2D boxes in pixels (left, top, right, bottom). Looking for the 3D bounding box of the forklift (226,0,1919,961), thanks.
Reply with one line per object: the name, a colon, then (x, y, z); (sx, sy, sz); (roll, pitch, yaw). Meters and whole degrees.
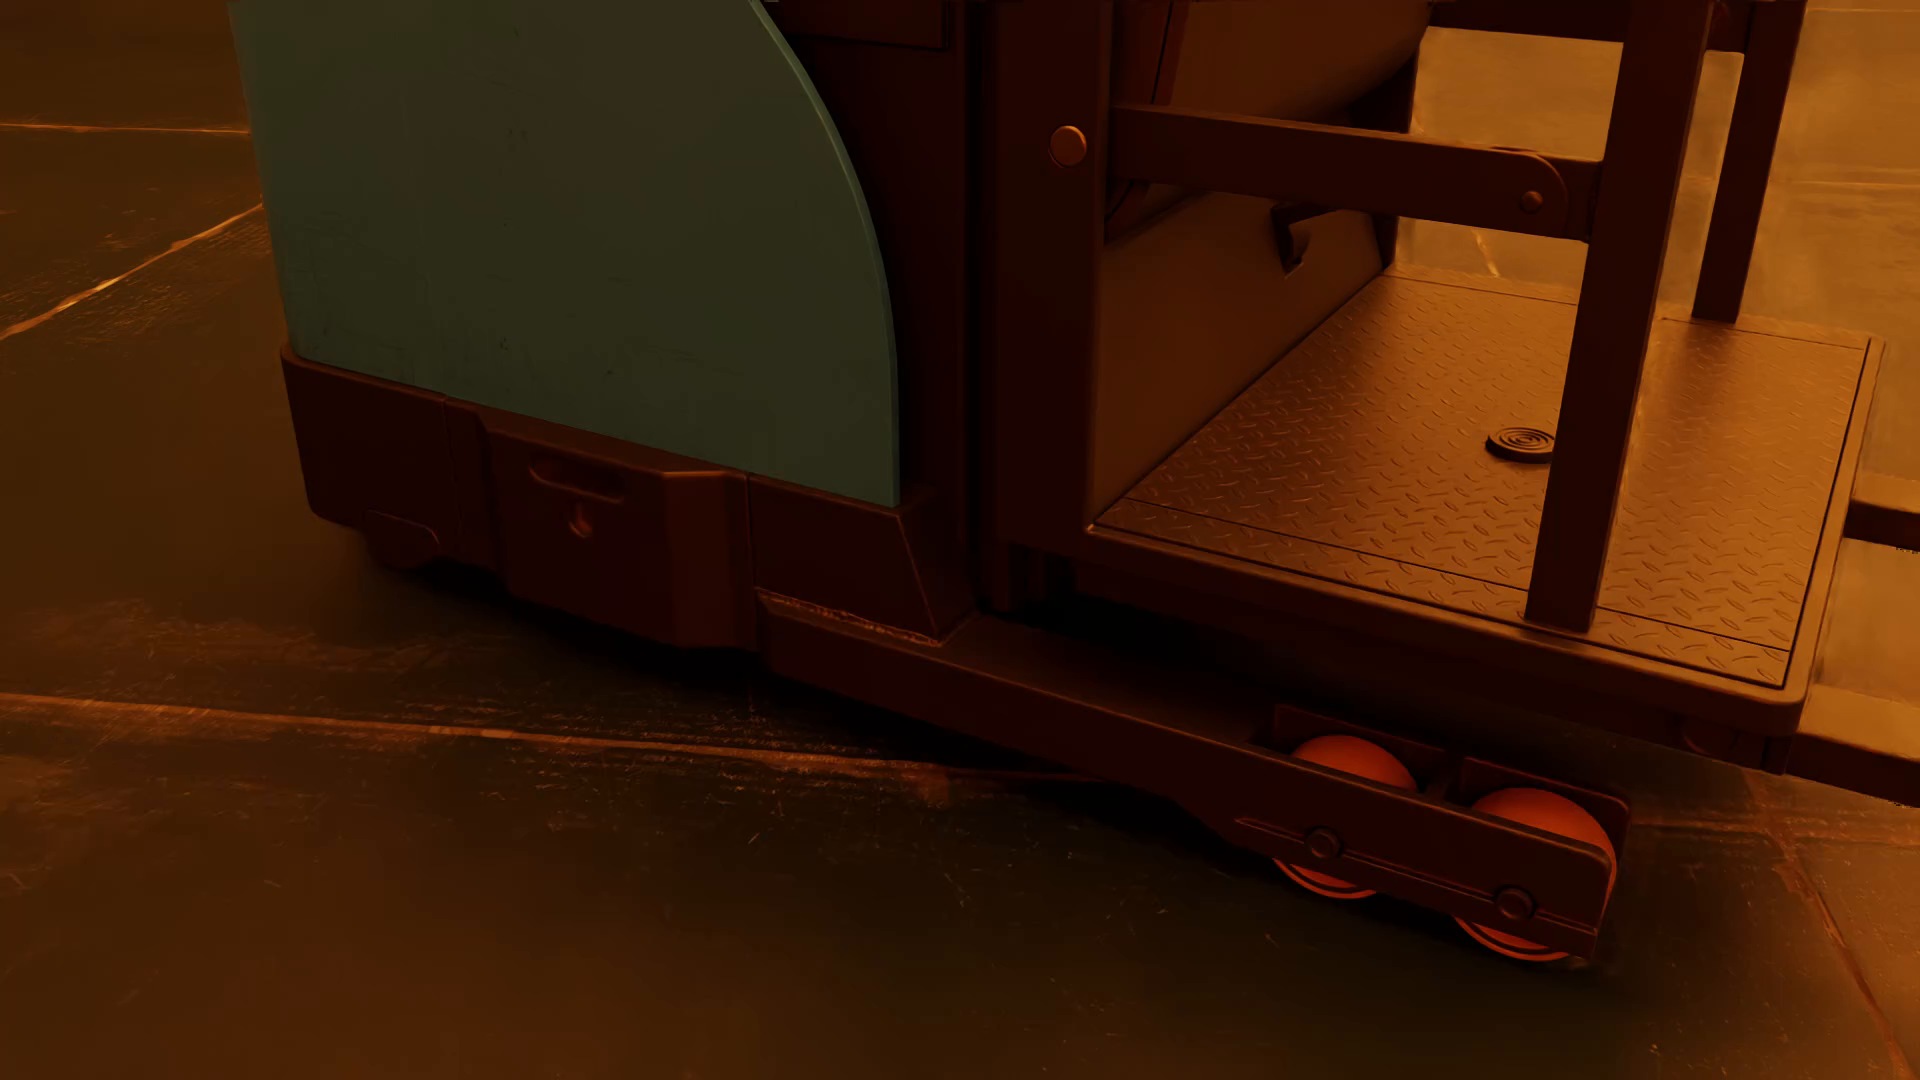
forklift: (0.572, -1.165, 1.551); (3.031, 2.935, 1.130); (14, 30, 26)
